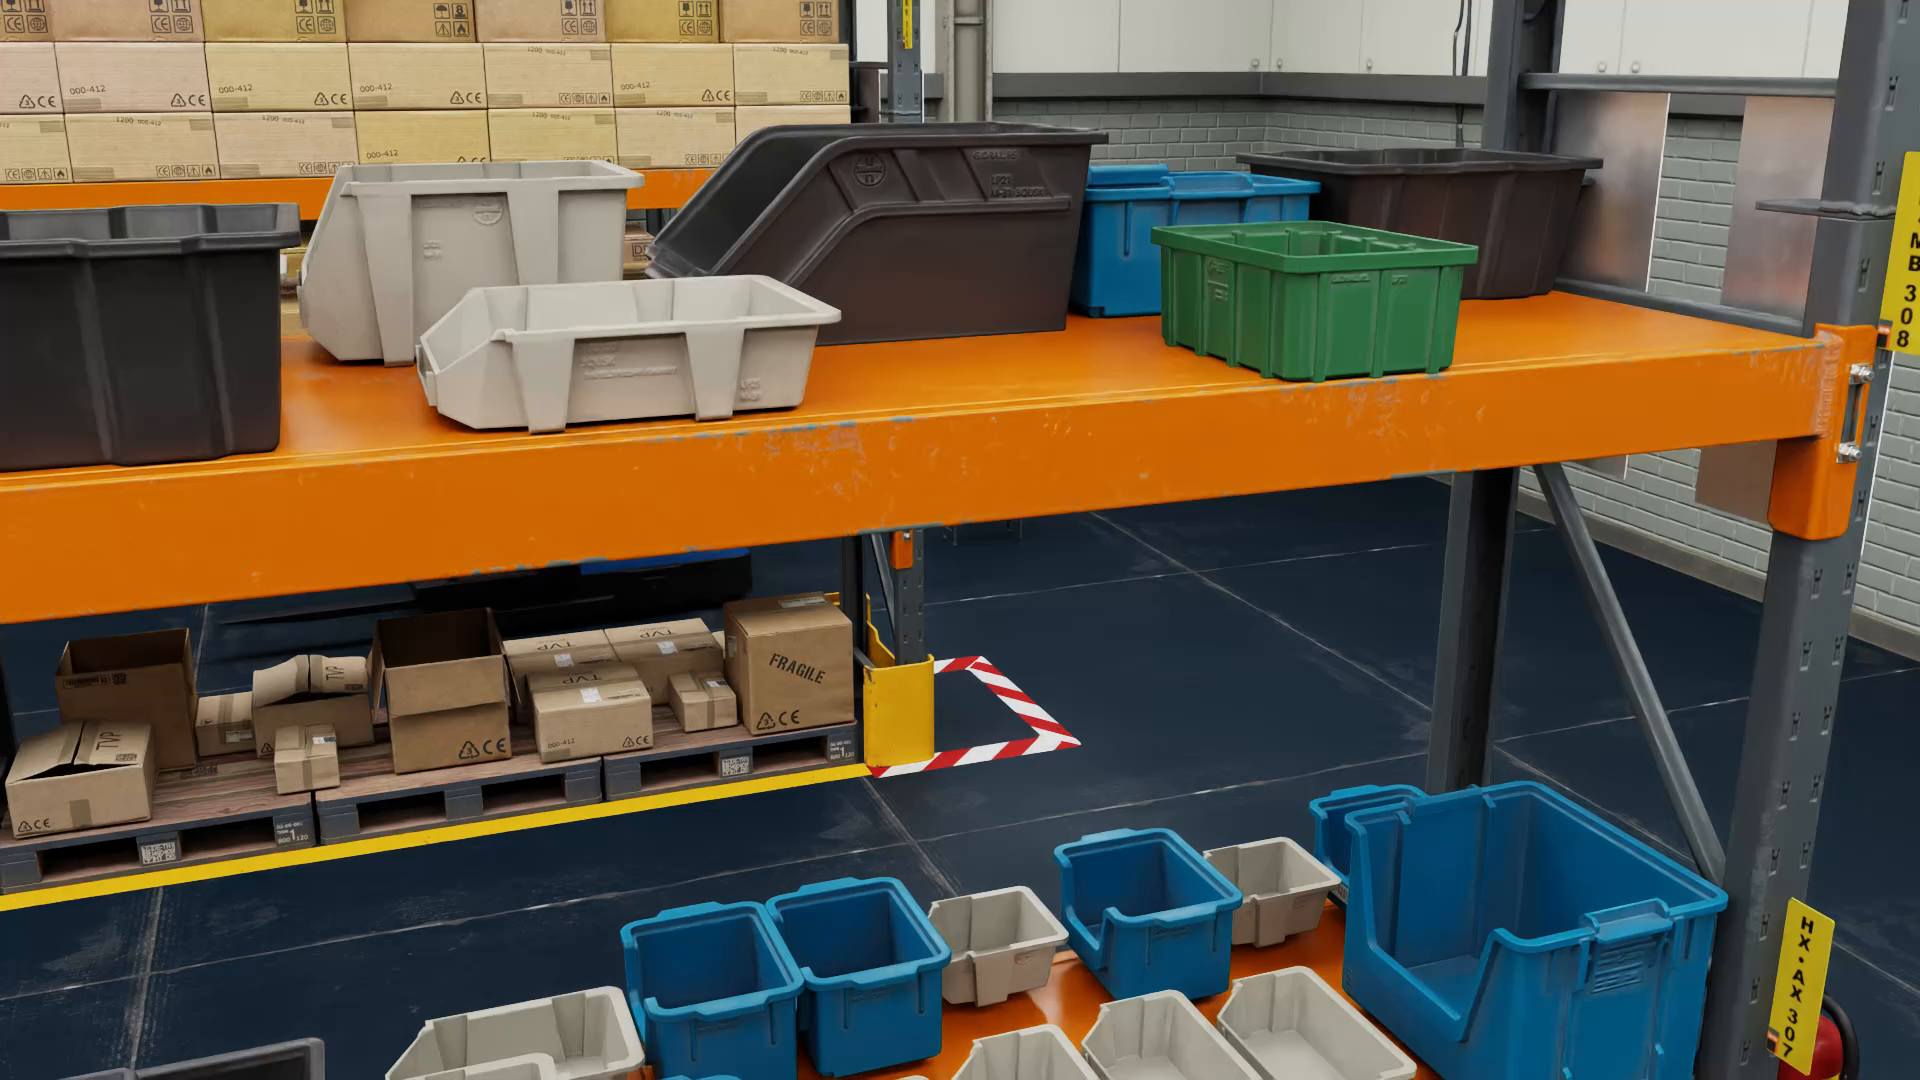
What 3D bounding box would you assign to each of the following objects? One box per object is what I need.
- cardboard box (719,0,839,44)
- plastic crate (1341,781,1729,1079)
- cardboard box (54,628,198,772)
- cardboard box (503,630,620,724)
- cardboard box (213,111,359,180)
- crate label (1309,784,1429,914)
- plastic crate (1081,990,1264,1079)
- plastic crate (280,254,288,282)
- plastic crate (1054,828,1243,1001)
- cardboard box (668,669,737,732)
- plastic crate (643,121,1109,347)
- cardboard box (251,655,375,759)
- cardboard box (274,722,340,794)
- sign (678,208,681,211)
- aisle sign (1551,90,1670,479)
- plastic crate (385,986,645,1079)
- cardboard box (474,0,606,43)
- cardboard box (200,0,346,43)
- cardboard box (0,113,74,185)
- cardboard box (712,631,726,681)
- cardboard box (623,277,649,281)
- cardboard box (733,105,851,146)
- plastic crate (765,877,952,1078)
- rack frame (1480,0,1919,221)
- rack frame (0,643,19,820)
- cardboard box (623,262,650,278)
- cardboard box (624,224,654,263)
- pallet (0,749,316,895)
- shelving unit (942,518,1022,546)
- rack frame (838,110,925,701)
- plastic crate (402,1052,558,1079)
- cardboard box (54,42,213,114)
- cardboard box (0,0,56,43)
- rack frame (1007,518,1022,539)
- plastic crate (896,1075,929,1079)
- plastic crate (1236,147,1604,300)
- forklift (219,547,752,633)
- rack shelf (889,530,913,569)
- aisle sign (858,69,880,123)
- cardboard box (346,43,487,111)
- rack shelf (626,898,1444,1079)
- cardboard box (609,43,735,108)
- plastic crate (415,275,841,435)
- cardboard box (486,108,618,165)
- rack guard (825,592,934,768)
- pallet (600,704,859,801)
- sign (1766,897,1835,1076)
[{"bbox_3d":[-0.877,-2.440,7.307,0.500,0.500,0.700,-6,17,-20],"label":"cardboard box"},{"bbox_3d":[1.120,0.812,3.340,0.499,0.435,0.616,-6,17,-20],"label":"plastic crate"},{"bbox_3d":[-3.708,0.731,7.442,0.500,0.500,0.500,-6,17,-20],"label":"cardboard box"},{"bbox_3d":[-1.946,0.660,8.125,0.500,0.250,0.500,-6,17,-20],"label":"cardboard box"},{"bbox_3d":[-2.660,-1.576,6.584,0.500,0.250,0.500,-6,17,-20],"label":"cardboard box"},{"bbox_3d":[1.017,0.765,3.861,0.303,0.233,0.416,-6,17,-20],"label":"crate label"},{"bbox_3d":[0.393,1.028,3.136,0.243,0.136,0.396,-6,17,-20],"label":"plastic crate"},{"bbox_3d":[-1.318,-0.363,2.655,0.466,0.136,0.293,-6,17,-20],"label":"plastic crate"},{"bbox_3d":[0.403,0.831,3.635,0.300,0.233,0.416,-6,17,-20],"label":"plastic crate"},{"bbox_3d":[-1.233,0.756,7.947,0.250,0.166,0.380,-6,17,-20],"label":"cardboard box"},{"bbox_3d":[-0.159,-0.553,2.944,0.767,0.338,0.504,-6,17,-20],"label":"plastic crate"},{"bbox_3d":[-3.007,0.746,7.726,0.500,0.311,0.500,-6,17,-20],"label":"cardboard box"},{"bbox_3d":[-2.865,0.948,7.295,0.250,0.166,0.380,-6,17,-20],"label":"cardboard box"},{"bbox_3d":[-1.998,-2.357,11.825,0.005,0.325,0.100,-6,17,-20],"label":"sign"},{"bbox_3d":[1.327,-0.558,3.560,0.004,0.787,0.394,-6,17,-20],"label":"aisle sign"},{"bbox_3d":[-0.851,1.021,3.158,0.466,0.136,0.293,-6,17,-20],"label":"plastic crate"},{"bbox_3d":[-1.803,-2.333,6.943,0.500,0.500,0.700,-6,17,-20],"label":"cardboard box"},{"bbox_3d":[-2.716,-2.217,6.547,0.500,0.500,0.700,-6,17,-20],"label":"cardboard box"},{"bbox_3d":[-3.596,-1.477,6.246,0.500,0.250,0.500,-6,17,-20],"label":"cardboard box"},{"bbox_3d":[-1.151,0.597,8.491,0.250,0.166,0.380,-6,17,-20],"label":"cardboard box"},{"bbox_3d":[-1.192,-0.888,7.347,0.500,0.500,0.500,-6,17,-19],"label":"cardboard box"},{"bbox_3d":[-0.789,-1.775,7.261,0.500,0.250,0.500,-6,17,-20],"label":"cardboard box"},{"bbox_3d":[-0.212,0.897,3.409,0.300,0.233,0.416,-6,17,-20],"label":"plastic crate"},{"bbox_3d":[1.366,-2.104,2.791,0.127,3.000,1.000,-6,17,-20],"label":"rack frame"},{"bbox_3d":[-4.138,-0.125,6.702,0.127,3.000,1.000,-6,17,-20],"label":"rack frame"},{"bbox_3d":[-1.397,-1.026,7.818,0.500,0.500,0.500,-6,17,-20],"label":"cardboard box"},{"bbox_3d":[-2.652,-1.922,12.286,0.700,0.700,0.980,-5,17,-18],"label":"cardboard box"},{"bbox_3d":[-3.497,1.144,7.330,1.213,0.211,1.003,-6,17,-20],"label":"pallet"},{"bbox_3d":[0.155,-0.592,11.486,0.503,1.200,0.258,-6,17,-20],"label":"shelving unit"},{"bbox_3d":[-0.403,-0.529,8.075,0.127,3.000,1.000,-6,17,-20],"label":"rack frame"},{"bbox_3d":[-0.878,1.101,2.630,0.530,0.282,0.437,-6,17,-20],"label":"plastic crate"},{"bbox_3d":[-3.129,-1.767,6.348,0.500,0.250,0.500,-6,17,-20],"label":"cardboard box"},{"bbox_3d":[-3.698,-2.151,6.325,0.500,0.500,0.700,-6,17,-20],"label":"cardboard box"},{"bbox_3d":[0.382,-0.617,11.570,0.015,1.200,0.240,-6,17,-20],"label":"rack frame"},{"bbox_3d":[-0.128,1.097,2.900,0.250,0.136,0.298,-6,17,-20],"label":"plastic crate"},{"bbox_3d":[0.907,-0.636,3.349,0.590,0.269,0.497,-6,17,-20],"label":"plastic crate"},{"bbox_3d":[-2.852,-0.984,9.749,3.031,2.935,1.130,-7,18,-22],"label":"forklift"},{"bbox_3d":[-2.271,0.018,7.490,4.000,0.370,1.077,-6,17,-20],"label":"rack shelf"},{"bbox_3d":[-0.444,-1.860,7.995,0.004,0.787,0.394,-6,17,-20],"label":"aisle sign"},{"bbox_3d":[-2.191,-1.865,6.681,0.500,0.250,0.500,-6,17,-20],"label":"cardboard box"},{"bbox_3d":[-0.502,1.322,3.051,4.000,0.370,1.077,-6,17,-20],"label":"rack shelf"},{"bbox_3d":[-1.258,-1.967,7.026,0.500,0.250,0.500,-6,17,-20],"label":"cardboard box"},{"bbox_3d":[-0.475,-0.264,2.319,0.530,0.136,0.437,-6,17,-20],"label":"plastic crate"},{"bbox_3d":[-1.722,-1.673,6.916,0.500,0.250,0.500,-6,17,-20],"label":"cardboard box"},{"bbox_3d":[-0.474,0.678,8.401,0.348,0.500,1.175,-6,17,-20],"label":"rack guard"},{"bbox_3d":[-1.218,0.898,8.167,1.213,0.211,1.003,-6,17,-20],"label":"pallet"},{"bbox_3d":[1.578,0.840,3.126,0.005,0.325,0.100,-6,17,-20],"label":"sign"}]
